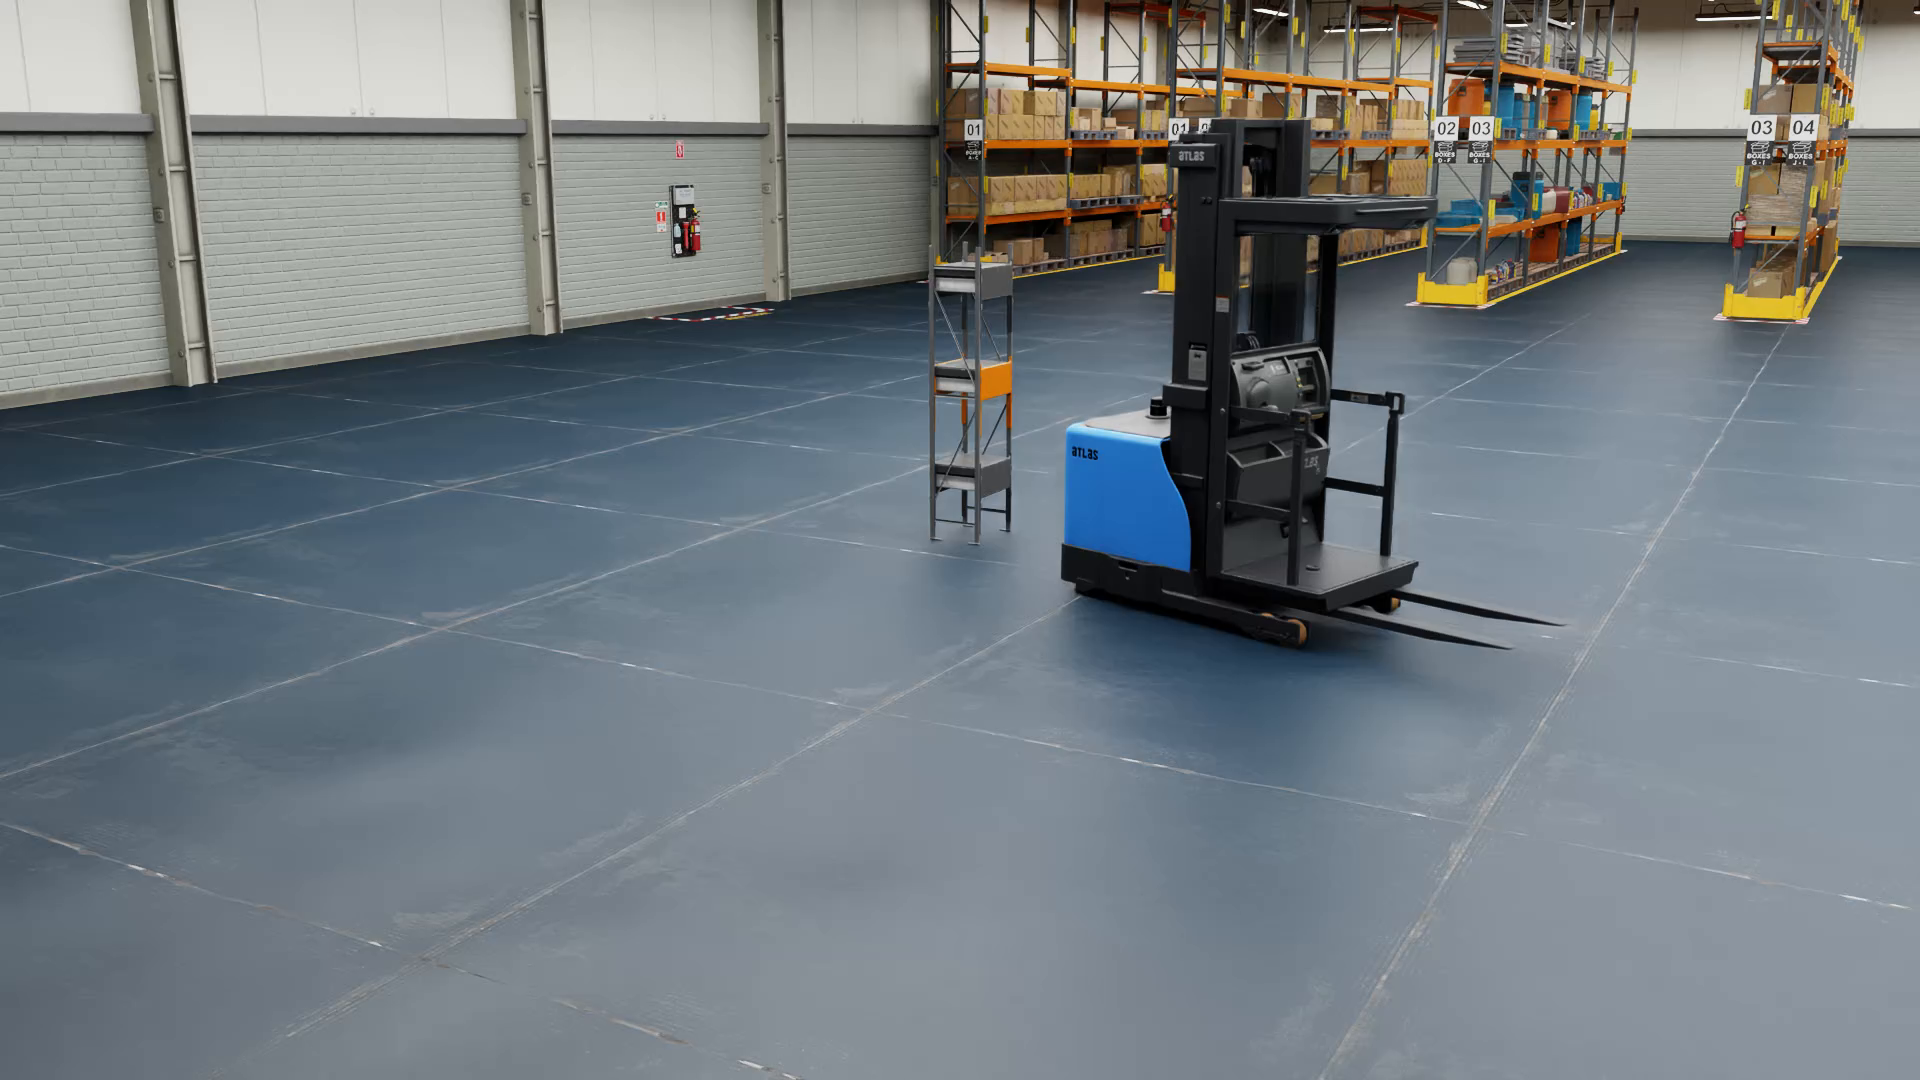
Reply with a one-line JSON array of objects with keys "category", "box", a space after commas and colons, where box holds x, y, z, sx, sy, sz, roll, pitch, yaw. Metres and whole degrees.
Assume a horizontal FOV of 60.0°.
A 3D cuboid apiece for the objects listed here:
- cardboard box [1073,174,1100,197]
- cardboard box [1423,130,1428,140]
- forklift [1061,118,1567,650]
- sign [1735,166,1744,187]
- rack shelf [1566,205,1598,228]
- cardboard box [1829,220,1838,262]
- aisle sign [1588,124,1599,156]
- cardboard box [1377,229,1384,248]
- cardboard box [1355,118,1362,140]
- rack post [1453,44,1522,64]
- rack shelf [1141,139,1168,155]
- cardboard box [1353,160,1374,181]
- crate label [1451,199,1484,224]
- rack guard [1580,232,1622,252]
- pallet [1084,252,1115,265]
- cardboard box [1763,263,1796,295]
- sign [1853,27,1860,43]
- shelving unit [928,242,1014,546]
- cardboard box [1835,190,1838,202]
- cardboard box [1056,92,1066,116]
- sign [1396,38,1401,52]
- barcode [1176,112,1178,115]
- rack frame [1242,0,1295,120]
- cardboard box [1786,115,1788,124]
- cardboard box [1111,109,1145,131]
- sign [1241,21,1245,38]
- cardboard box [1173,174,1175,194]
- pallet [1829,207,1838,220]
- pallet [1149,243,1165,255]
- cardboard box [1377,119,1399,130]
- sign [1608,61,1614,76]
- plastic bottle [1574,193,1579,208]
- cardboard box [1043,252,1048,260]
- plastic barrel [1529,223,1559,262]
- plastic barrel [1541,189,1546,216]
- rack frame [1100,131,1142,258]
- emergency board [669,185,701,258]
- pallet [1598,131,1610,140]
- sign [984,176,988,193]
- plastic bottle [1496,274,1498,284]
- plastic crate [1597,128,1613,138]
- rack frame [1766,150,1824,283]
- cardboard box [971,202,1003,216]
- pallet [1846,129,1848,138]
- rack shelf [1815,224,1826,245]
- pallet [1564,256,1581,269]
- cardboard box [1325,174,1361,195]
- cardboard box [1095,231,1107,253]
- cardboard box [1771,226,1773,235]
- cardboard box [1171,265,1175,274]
[{"category": "cardboard box", "box": [2.819, -8.202, 38.503, 0.700, 0.500, 0.500, 10, 17, 36]}, {"category": "cardboard box", "box": [12.097, -10.738, 44.094, 0.500, 0.250, 0.500, 7, 15, 28]}, {"category": "forklift", "box": [2.048, -0.945, 9.698, 1.130, 2.935, 3.031, -13, 19, -43]}, {"category": "sign", "box": [12.574, -5.866, 26.820, 0.100, 0.325, 0.005, 7, 15, 28]}, {"category": "rack shelf", "box": [13.549, -7.345, 37.637, 1.077, 0.370, 4.000, 7, 15, 28]}, {"category": "cardboard box", "box": [18.559, -6.582, 36.572, 1.225, 0.875, 0.875, 7, 15, 28]}, {"category": "aisle sign", "box": [16.224, -10.238, 42.554, 0.394, 0.787, 0.004, 7, 15, 28]}, {"category": "cardboard box", "box": [10.193, -7.532, 41.272, 0.500, 0.500, 0.500, 7, 15, 28]}, {"category": "cardboard box", "box": [8.927, -9.658, 39.082, 0.910, 0.500, 0.500, 7, 15, 28]}, {"category": "rack post", "box": [9.191, -8.458, 28.981, 0.937, 0.300, 0.954, 9, 16, 34]}, {"category": "rack shelf", "box": [4.876, -9.926, 41.941, 1.077, 0.370, 4.000, 7, 15, 28]}, {"category": "cardboard box", "box": [10.199, -9.335, 42.008, 0.500, 0.500, 0.500, 7, 15, 28]}, {"category": "crate label", "box": [9.367, -6.069, 30.731, 0.502, 0.435, 0.616, 7, 15, 28]}, {"category": "rack guard", "box": [16.449, -7.717, 42.978, 1.175, 0.500, 0.348, 7, 15, 28]}, {"category": "pallet", "box": [2.939, -6.642, 39.134, 1.003, 0.211, 1.213, 7, 15, 28]}, {"category": "cardboard box", "box": [14.254, -4.560, 28.984, 0.500, 0.500, 0.500, 6, 15, 23]}, {"category": "sign", "box": [19.332, -10.894, 35.860, 0.100, 0.325, 0.005, 7, 15, 28]}, {"category": "shelving unit", "box": [0.080, -1.055, 11.928, 0.431, 2.100, 0.503, 7, 15, 28]}, {"category": "cardboard box", "box": [19.552, -7.784, 37.607, 0.500, 0.250, 0.500, 7, 15, 28]}, {"category": "cardboard box", "box": [1.971, -9.456, 36.066, 0.500, 0.500, 0.500, 6, 15, 23]}, {"category": "sign", "box": [10.670, -12.053, 40.498, 0.100, 0.325, 0.005, 7, 15, 28]}, {"category": "barcode", "box": [4.104, -8.062, 31.437, 0.001, 0.075, 0.075, 7, 15, 28]}, {"category": "rack frame", "box": [6.314, -9.943, 34.074, 1.000, 3.000, 0.127, 7, 15, 28]}, {"category": "cardboard box", "box": [13.505, -6.953, 27.544, 0.380, 0.149, 0.250, 8, 15, 29]}, {"category": "cardboard box", "box": [4.089, -10.232, 40.523, 0.700, 0.500, 0.500, 6, 15, 24]}, {"category": "sign", "box": [5.833, -10.494, 34.200, 0.100, 0.325, 0.005, 7, 15, 28]}, {"category": "cardboard box", "box": [5.115, -8.997, 42.060, 0.500, 0.500, 0.500, 8, 16, 30]}, {"category": "pallet", "box": [16.666, -6.472, 32.889, 1.213, 0.211, 1.003, 7, 15, 28]}, {"category": "pallet", "box": [4.947, -7.454, 42.503, 1.003, 0.211, 1.213, 7, 15, 28]}, {"category": "cardboard box", "box": [10.634, -10.367, 41.490, 0.500, 0.250, 0.500, 7, 15, 28]}, {"category": "sign", "box": [14.996, -10.858, 38.316, 0.100, 0.325, 0.005, 7, 15, 28]}, {"category": "plastic bottle", "box": [13.825, -7.630, 37.387, 0.144, 0.351, 0.185, 7, 15, 28]}, {"category": "cardboard box", "box": [1.743, -6.310, 36.913, 0.380, 0.166, 0.250, 5, 15, 21]}, {"category": "plastic barrel", "box": [12.803, -6.536, 36.480, 0.600, 0.830, 0.708, 7, 15, 28]}, {"category": "plastic barrel", "box": [11.657, -6.852, 33.766, 0.433, 0.535, 0.433, 0, 14, 0]}, {"category": "rack frame", "box": [3.909, -8.407, 40.506, 1.000, 3.000, 0.127, 7, 15, 28]}, {"category": "emergency board", "box": [-4.506, -5.274, 27.509, 0.194, 1.169, 0.643, 7, 15, 28]}, {"category": "pallet", "box": [14.222, -9.300, 38.212, 1.213, 0.211, 1.003, 7, 15, 28]}, {"category": "sign", "box": [0.517, -7.125, 33.342, 0.100, 0.325, 0.005, 7, 15, 28]}, {"category": "plastic bottle", "box": [9.914, -4.855, 30.803, 0.097, 0.201, 0.097, 0, 14, 0]}, {"category": "plastic crate", "box": [15.356, -9.724, 39.846, 0.497, 0.269, 0.590, 7, 15, 28]}, {"category": "rack frame", "box": [16.917, -6.724, 33.523, 1.000, 3.000, 0.127, 7, 15, 28]}, {"category": "cardboard box", "box": [0.556, -6.767, 33.979, 0.500, 0.250, 0.500, 7, 15, 26]}, {"category": "pallet", "box": [20.435, -9.627, 39.353, 1.003, 0.211, 1.213, 7, 15, 28]}, {"category": "rack shelf", "box": [15.951, -5.964, 31.905, 1.077, 0.370, 4.000, 7, 15, 28]}, {"category": "pallet", "box": [13.517, -6.345, 37.902, 1.003, 0.211, 1.213, 7, 15, 28]}, {"category": "cardboard box", "box": [9.062, -8.408, 39.398, 0.700, 0.500, 0.500, 11, 17, 38]}, {"category": "cardboard box", "box": [3.041, -7.055, 39.290, 0.700, 0.500, 0.500, 7, 15, 28]}, {"category": "cardboard box", "box": [13.129, -5.093, 27.296, 0.380, 0.149, 0.250, 7, 15, 28]}, {"category": "cardboard box", "box": [4.381, -5.216, 32.242, 0.500, 0.250, 0.500, 7, 15, 28]}]
